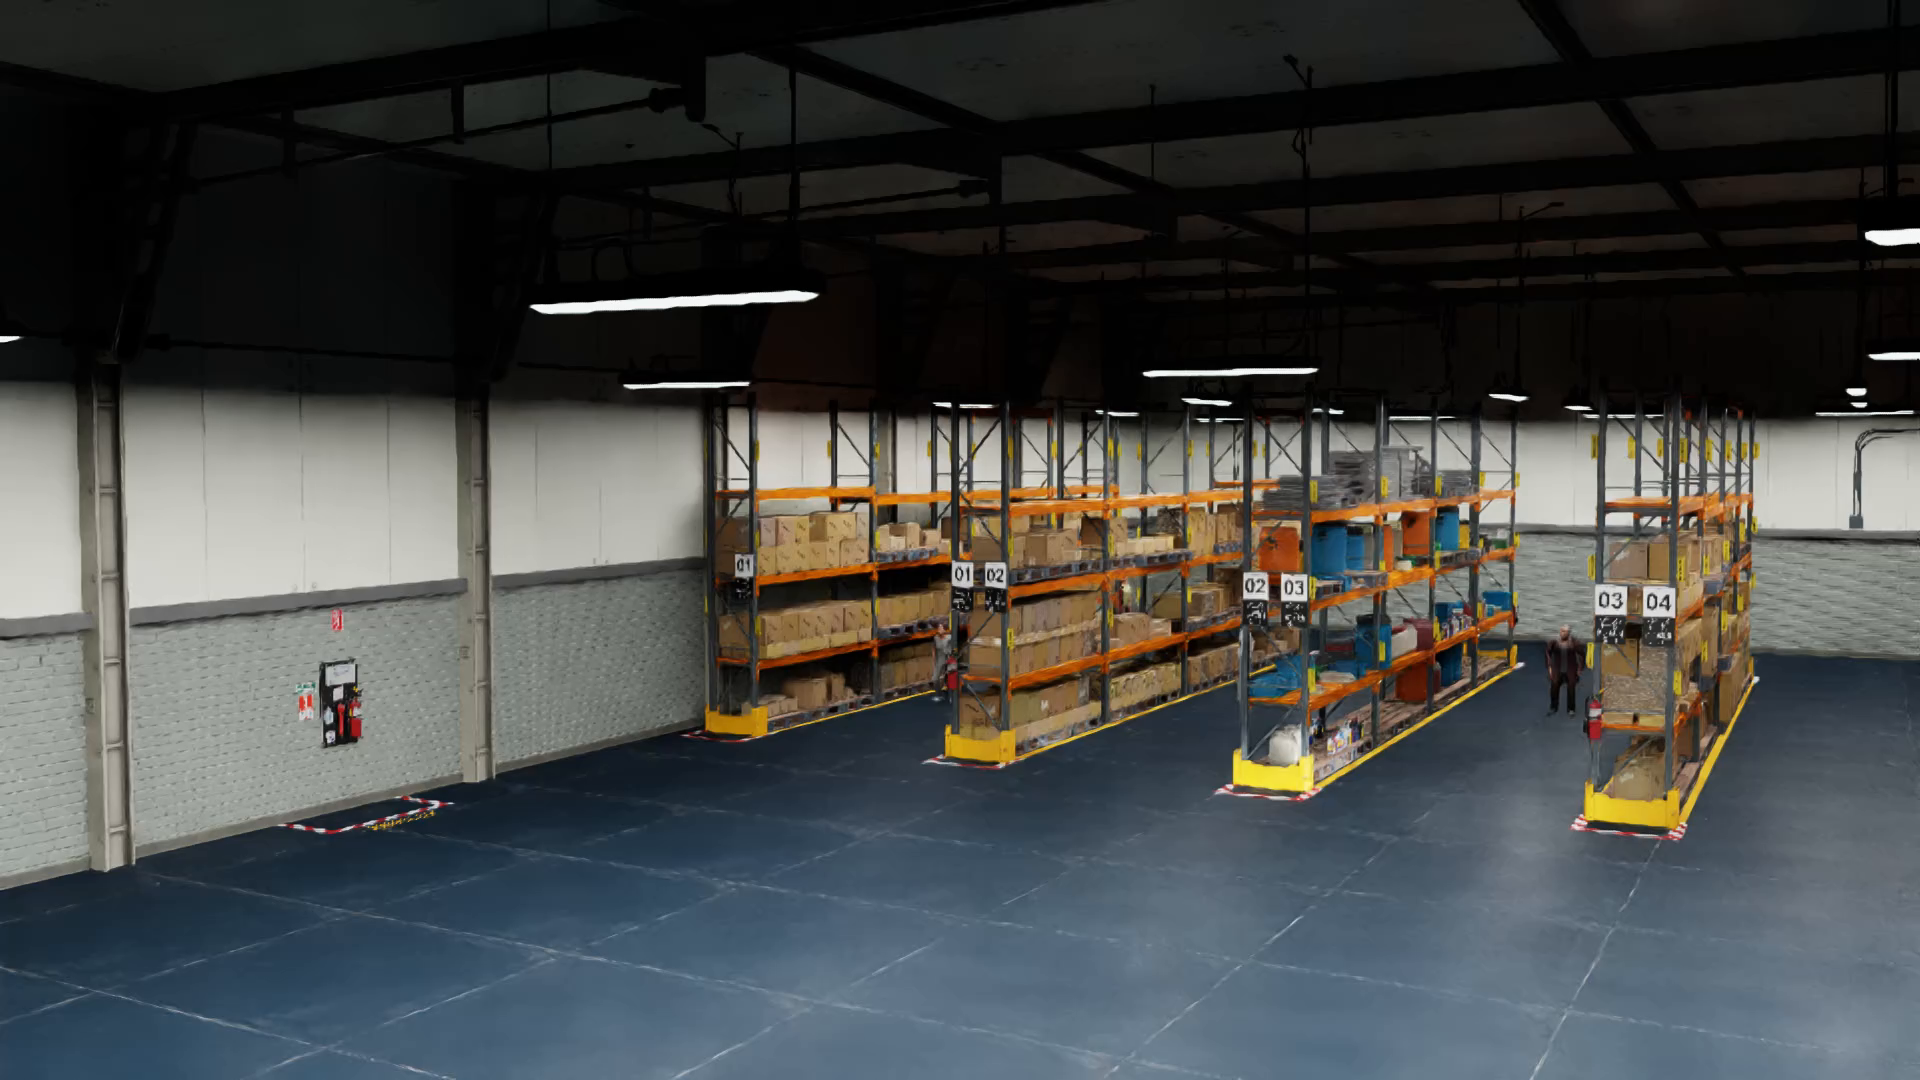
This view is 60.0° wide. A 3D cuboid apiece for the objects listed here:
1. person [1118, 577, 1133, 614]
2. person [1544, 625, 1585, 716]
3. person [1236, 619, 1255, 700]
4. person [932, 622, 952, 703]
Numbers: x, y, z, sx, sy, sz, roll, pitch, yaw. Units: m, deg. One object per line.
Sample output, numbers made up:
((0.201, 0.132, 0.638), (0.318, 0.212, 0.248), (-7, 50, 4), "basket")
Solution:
((4.471, 1.742, 44.747), (0.688, 1.658, 0.565), (-1, 3, -23), "person")
((11.378, 2.449, 31.306), (0.729, 1.733, 0.546), (2, 3, 27), "person")
((5.731, 2.354, 33.196), (0.443, 1.680, 0.546), (0, 3, 5), "person")
((-0.301, 2.419, 32.964), (0.580, 1.618, 0.507), (2, 3, 27), "person")
